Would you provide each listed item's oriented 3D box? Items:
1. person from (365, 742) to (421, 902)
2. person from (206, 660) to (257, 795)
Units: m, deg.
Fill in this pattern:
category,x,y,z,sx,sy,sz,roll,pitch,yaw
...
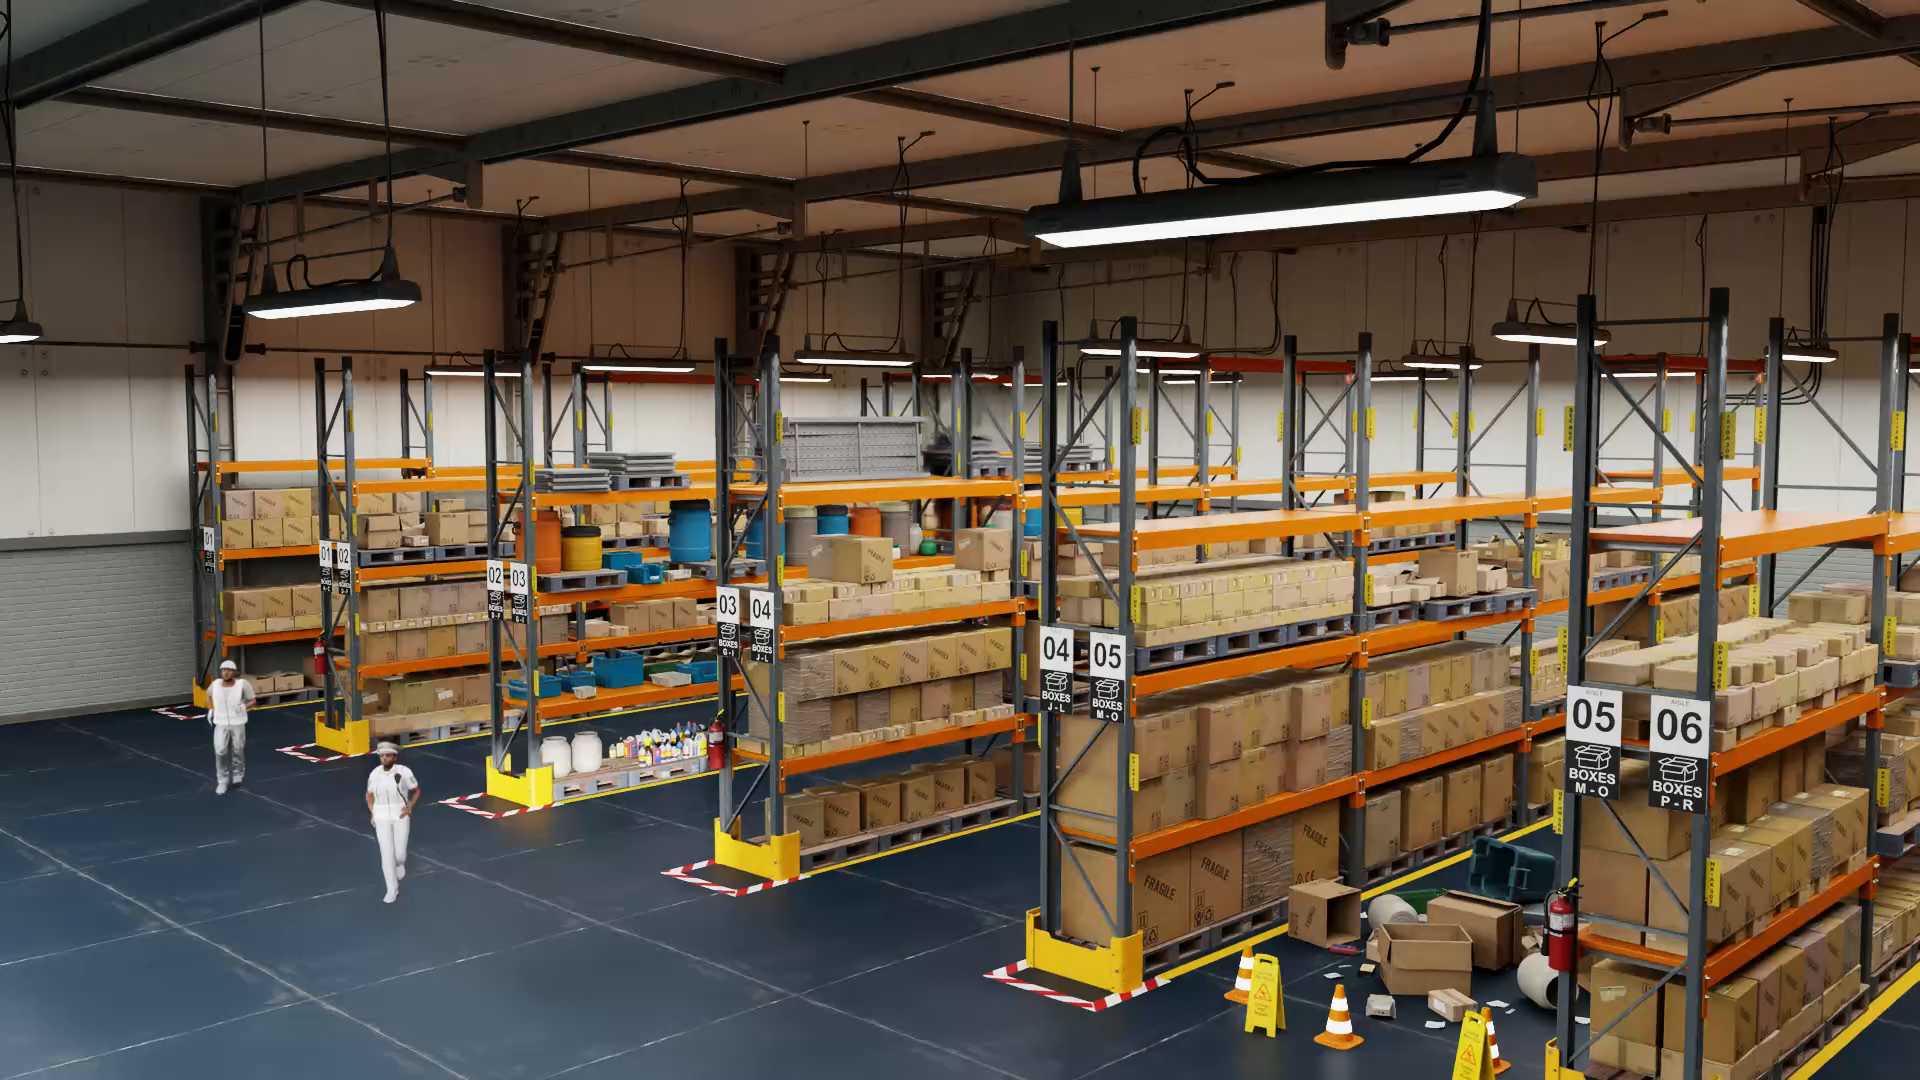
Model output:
category,x,y,z,sx,sy,sz,roll,pitch,yaw
person,-6.074,2.979,17.807,0.576,1.687,0.605,-1,4,-9
person,-9.949,2.545,22.702,0.663,1.821,0.777,-1,5,-18
